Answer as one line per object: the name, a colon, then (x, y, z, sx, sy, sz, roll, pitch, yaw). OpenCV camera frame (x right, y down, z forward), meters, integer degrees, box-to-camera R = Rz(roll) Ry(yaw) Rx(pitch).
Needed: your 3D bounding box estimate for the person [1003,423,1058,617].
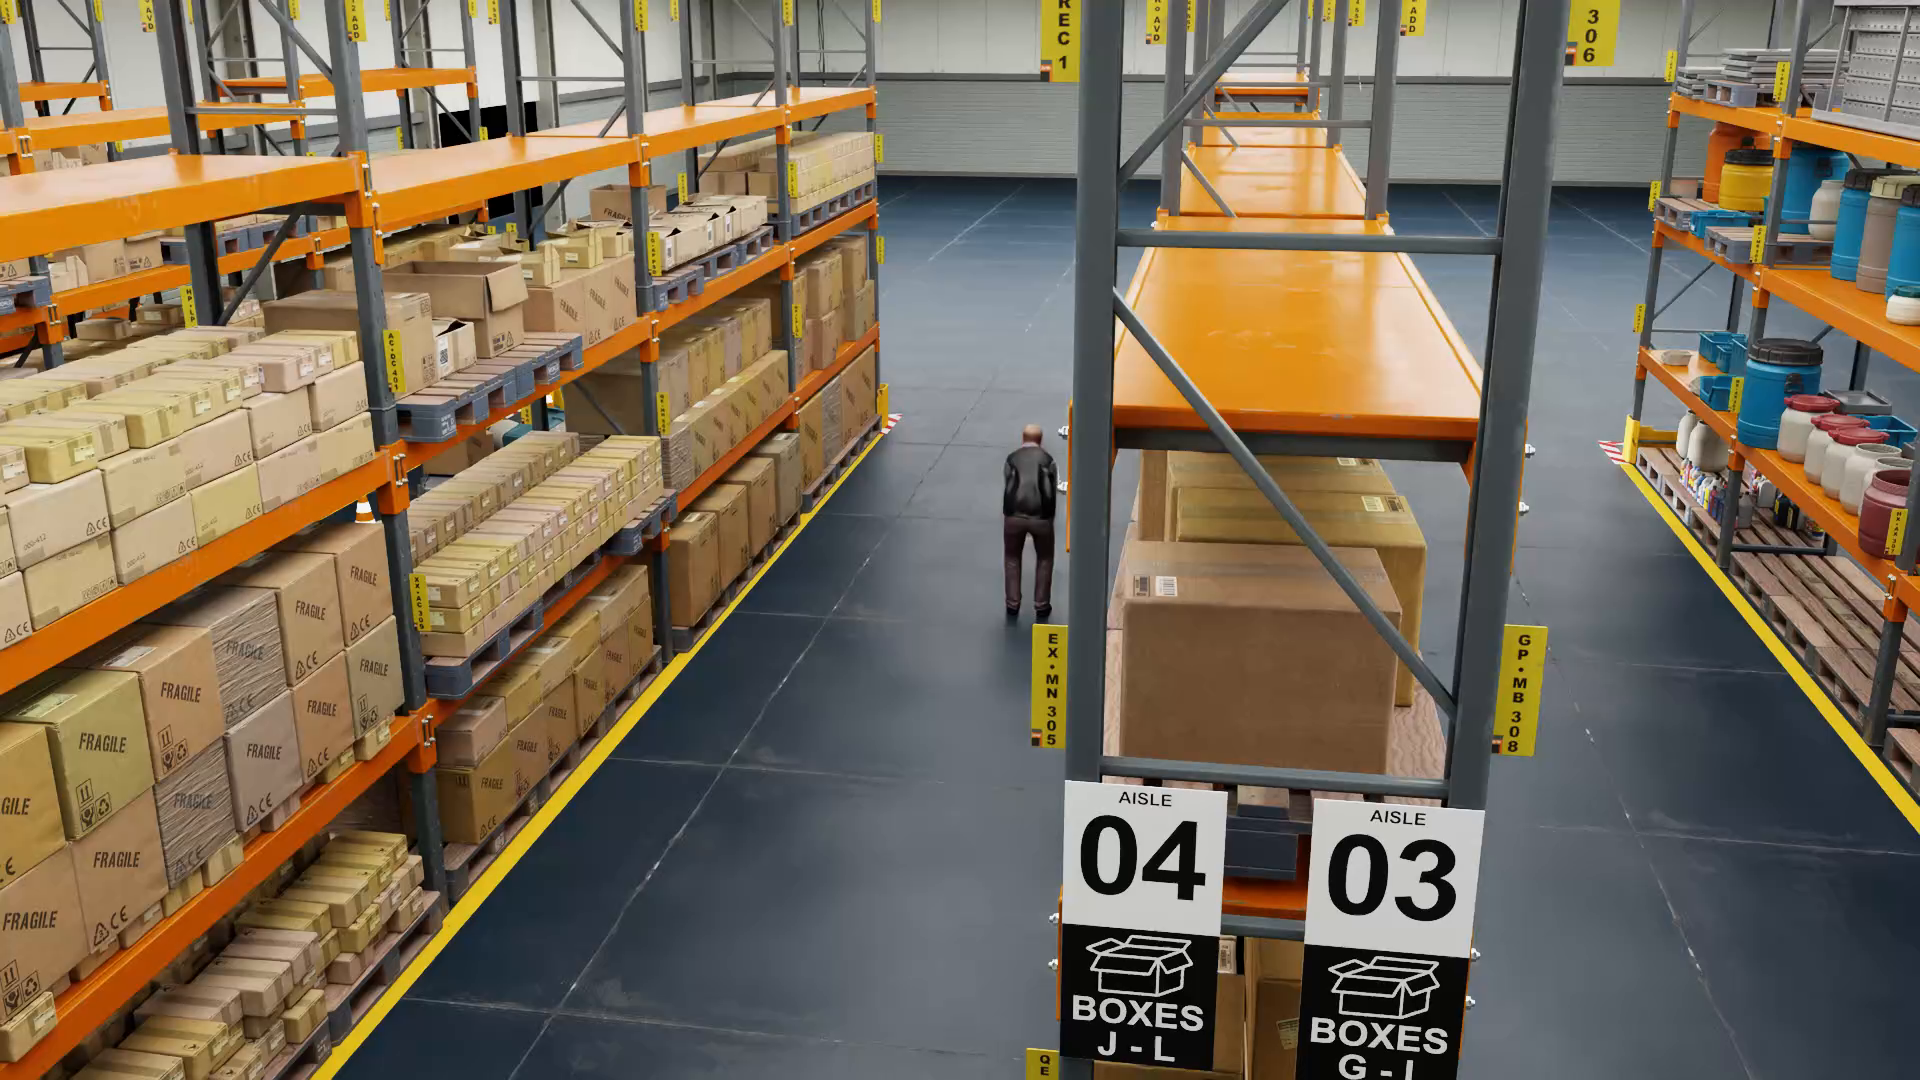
person: (0.597, -0.174, 14.334, 0.470, 1.598, 0.677, 2, 18, 8)
